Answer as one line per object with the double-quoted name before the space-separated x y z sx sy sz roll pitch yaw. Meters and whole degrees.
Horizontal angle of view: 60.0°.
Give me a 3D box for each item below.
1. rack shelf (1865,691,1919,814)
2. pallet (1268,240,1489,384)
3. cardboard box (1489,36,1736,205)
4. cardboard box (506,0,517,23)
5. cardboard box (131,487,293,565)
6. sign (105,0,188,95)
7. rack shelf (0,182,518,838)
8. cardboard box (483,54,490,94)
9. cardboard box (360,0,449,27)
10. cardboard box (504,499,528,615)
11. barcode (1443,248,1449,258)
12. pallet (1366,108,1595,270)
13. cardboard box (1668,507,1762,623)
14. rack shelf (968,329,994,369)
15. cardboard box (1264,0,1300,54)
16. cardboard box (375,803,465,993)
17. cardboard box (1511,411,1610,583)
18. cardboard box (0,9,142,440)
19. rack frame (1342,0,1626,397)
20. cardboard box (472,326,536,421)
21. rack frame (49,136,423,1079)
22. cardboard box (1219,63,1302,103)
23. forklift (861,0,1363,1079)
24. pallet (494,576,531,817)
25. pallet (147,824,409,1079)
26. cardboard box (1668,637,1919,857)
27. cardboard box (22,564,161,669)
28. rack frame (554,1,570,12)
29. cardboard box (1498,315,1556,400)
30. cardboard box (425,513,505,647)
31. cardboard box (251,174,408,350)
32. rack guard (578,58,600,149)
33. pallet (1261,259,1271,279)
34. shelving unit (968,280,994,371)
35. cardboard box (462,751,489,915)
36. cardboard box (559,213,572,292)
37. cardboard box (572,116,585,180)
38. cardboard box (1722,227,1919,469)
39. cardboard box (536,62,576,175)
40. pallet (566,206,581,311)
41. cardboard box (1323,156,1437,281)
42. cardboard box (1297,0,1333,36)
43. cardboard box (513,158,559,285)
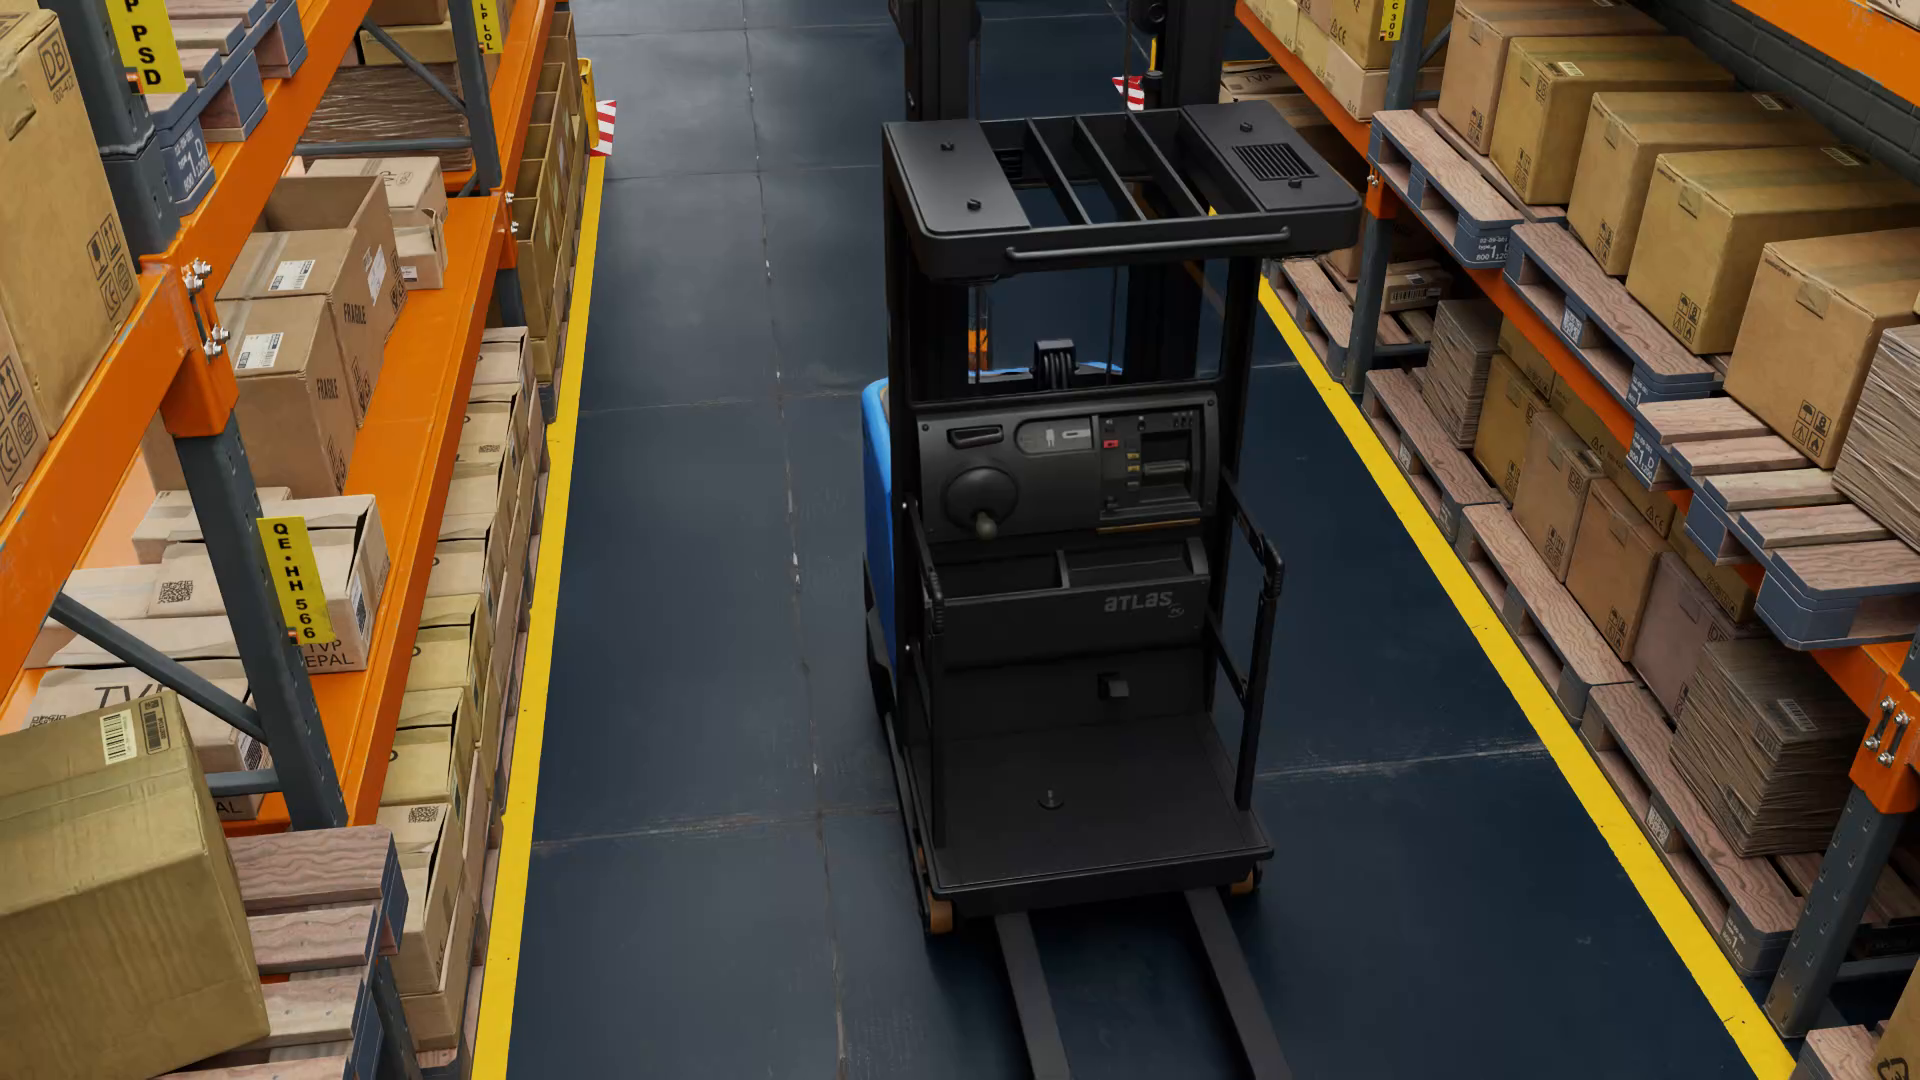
"rack shelf" 3.243 1.617 2.853 1.077 0.370 4.000 -4 35 -6
"pallet" 2.311 -1.249 8.895 1.003 0.211 1.213 -4 35 -6
"cardboard box" 2.539 -1.653 6.533 0.700 0.500 0.500 -1 34 -1
"cardboard box" -2.823 -3.093 9.037 0.700 0.500 0.500 -4 34 -6
"cardboard box" -2.161 -0.023 4.843 0.380 0.149 0.250 -2 34 -3
"sign" -1.396 -0.913 2.803 0.100 0.325 0.005 -4 35 -6
"rack shelf" -2.203 -0.238 5.575 1.077 0.370 4.000 -4 35 -6
"cardboard box" -2.615 -2.234 7.776 0.700 0.500 0.500 -5 35 -7
"cardboard box" -2.538 -2.476 6.979 0.700 0.500 0.500 -4 34 -6
"cardboard box" -1.994 0.088 6.526 0.500 0.250 0.500 -4 34 -5
"barcode" 2.619 -1.559 8.952 0.001 0.075 0.075 -4 35 -6
"pallet" 2.395 -1.512 6.976 1.003 0.211 1.213 -4 35 -6
"cardboard box" 2.811 0.024 5.715 0.500 0.250 0.500 -4 34 -5
"rack shelf" -0.002 -0.765 6.746 0.258 0.103 0.180 -4 35 -6
"cardboard box" 1.930 -2.775 8.773 0.500 0.250 0.500 -5 35 -7
"cardboard box" -1.714 0.997 4.694 0.500 0.311 0.500 -3 34 -5
"cardboard box" 2.699 -0.196 6.703 0.700 0.500 0.500 -4 34 -6
"cardboard box" -1.842 -0.460 2.508 0.910 0.500 0.500 -4 35 -6
"rack frame" 2.436 -2.029 7.564 1.000 3.000 0.127 -4 35 -6
"cardboard box" -2.134 -0.716 7.208 0.500 0.311 0.500 -4 35 -6
"rack frame" -1.934 0.580 3.735 1.000 3.000 0.127 -4 35 -6
"cardboard box" 1.902 -2.939 10.896 0.500 0.311 0.500 -8 35 -12
"forklift" 0.374 -0.159 4.880 1.130 2.935 3.031 -6 35 -8
"pallet" -2.167 0.591 6.195 1.003 0.211 1.213 -4 35 -6
"pallet" -1.773 1.033 3.241 1.213 0.211 1.003 -4 35 -6
"cardboard box" 2.826 0.656 5.452 0.700 0.500 0.500 -4 34 -6
"cardboard box" -2.329 0.203 4.511 0.380 0.149 0.250 -4 35 -6
"rack frame" -3.010 -3.884 10.285 1.000 3.000 0.127 -4 35 -6
"cardboard box" 2.614 -0.833 6.971 0.500 0.250 0.500 -5 35 -7
"cardboard box" -1.929 0.133 5.962 0.500 0.311 0.500 -5 35 -7
"cardboard box" -2.314 -0.969 5.920 0.500 0.500 0.500 -2 34 -3
"rack guard" -3.013 -2.864 11.009 1.175 0.500 0.348 -4 35 -6
"pallet" 2.143 -1.931 9.896 1.003 0.211 1.213 -4 35 -6
"shelving unit" -0.002 -0.504 6.924 0.258 1.200 0.189 -4 35 -6
"cardboard box" -1.782 0.948 5.264 0.500 0.250 0.500 -5 35 -8
"cardboard box" -2.358 -1.530 8.900 0.500 0.250 0.500 -4 35 -6
"cardboard box" -2.566 -2.366 10.127 0.500 0.250 0.500 -4 35 -6
"cardboard box" 2.799 -0.591 4.975 0.700 0.500 0.500 -8 35 -11
"cardboard box" -2.494 -2.397 9.507 0.500 0.500 0.500 -4 35 -6
"pallet" -2.705 -1.629 9.452 1.003 0.211 1.213 -4 35 -6
"cardboard box" 2.257 -1.754 8.989 0.500 0.500 0.500 -7 35 -10
"cardboard box" 1.993 -2.804 8.150 0.500 0.500 0.500 -5 35 -7
"cardboard box" -2.299 -1.560 8.278 0.500 0.500 0.500 -4 35 -6
